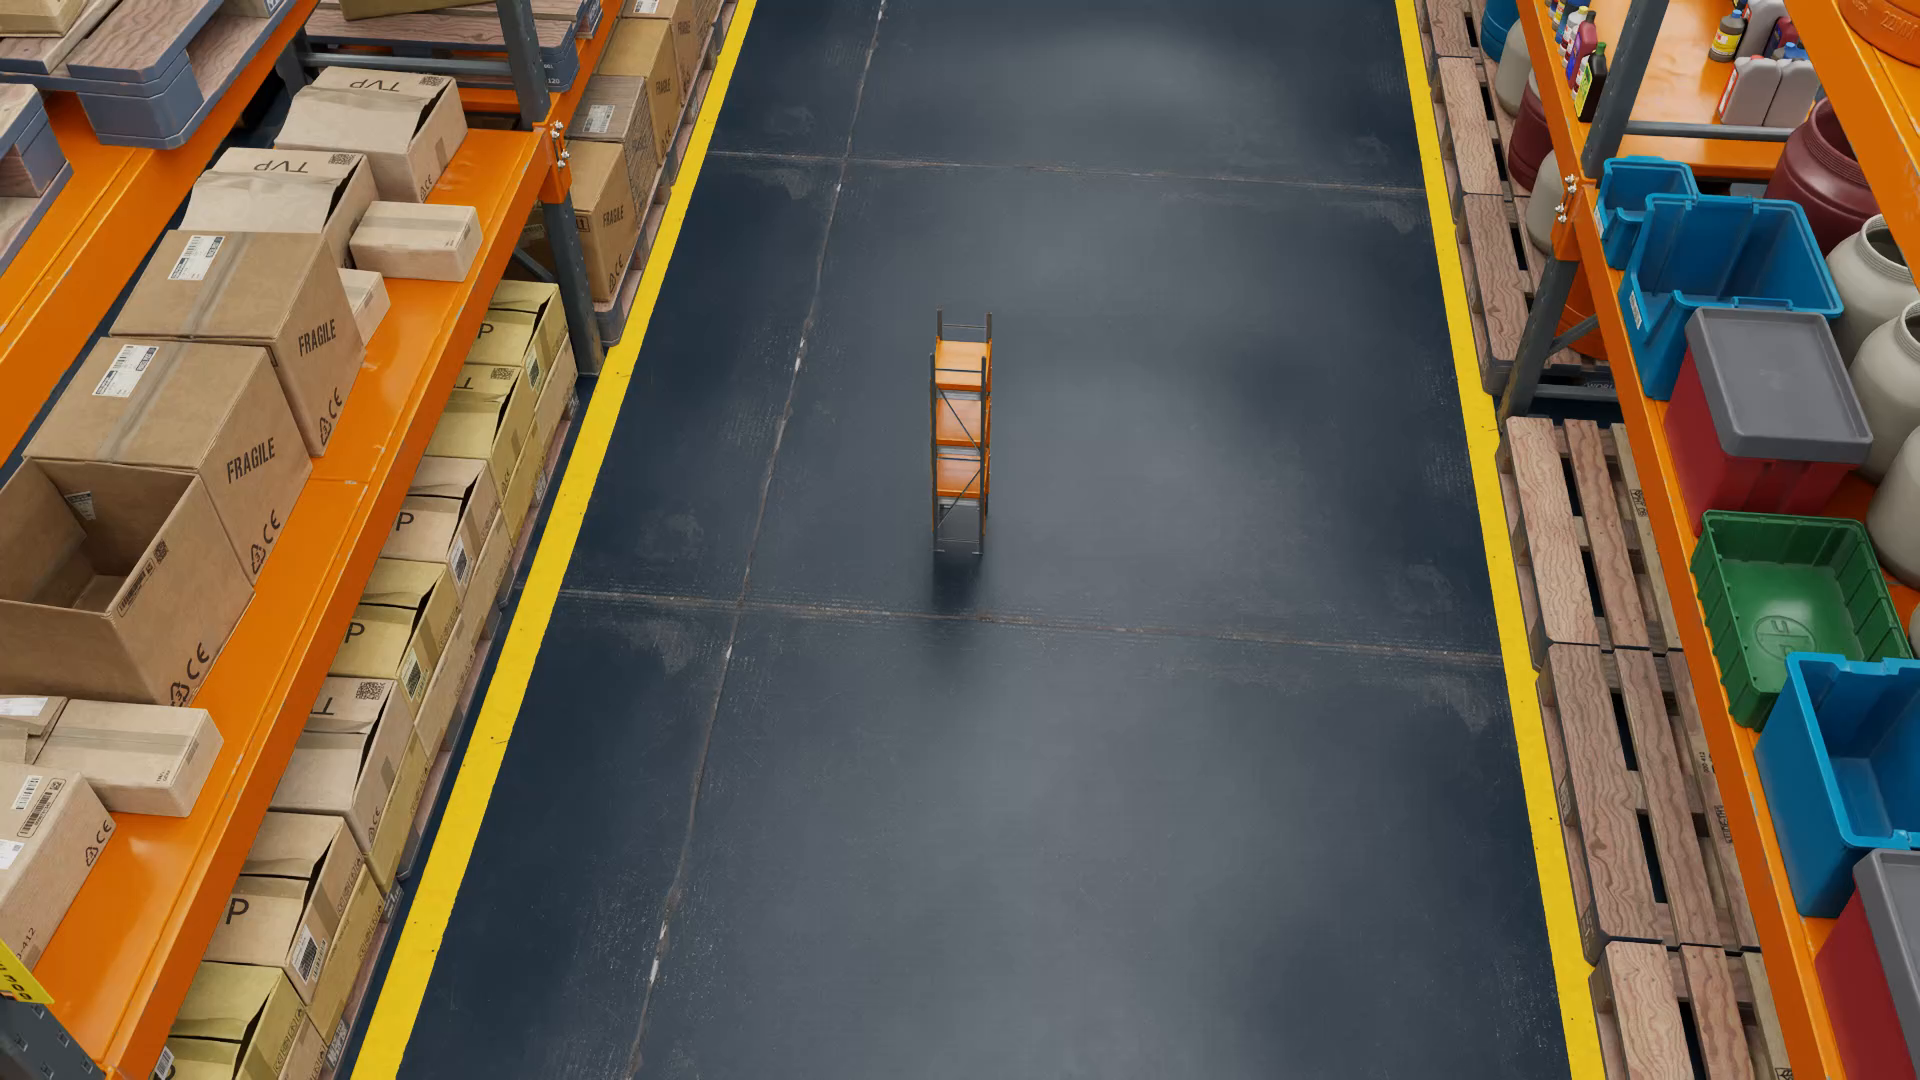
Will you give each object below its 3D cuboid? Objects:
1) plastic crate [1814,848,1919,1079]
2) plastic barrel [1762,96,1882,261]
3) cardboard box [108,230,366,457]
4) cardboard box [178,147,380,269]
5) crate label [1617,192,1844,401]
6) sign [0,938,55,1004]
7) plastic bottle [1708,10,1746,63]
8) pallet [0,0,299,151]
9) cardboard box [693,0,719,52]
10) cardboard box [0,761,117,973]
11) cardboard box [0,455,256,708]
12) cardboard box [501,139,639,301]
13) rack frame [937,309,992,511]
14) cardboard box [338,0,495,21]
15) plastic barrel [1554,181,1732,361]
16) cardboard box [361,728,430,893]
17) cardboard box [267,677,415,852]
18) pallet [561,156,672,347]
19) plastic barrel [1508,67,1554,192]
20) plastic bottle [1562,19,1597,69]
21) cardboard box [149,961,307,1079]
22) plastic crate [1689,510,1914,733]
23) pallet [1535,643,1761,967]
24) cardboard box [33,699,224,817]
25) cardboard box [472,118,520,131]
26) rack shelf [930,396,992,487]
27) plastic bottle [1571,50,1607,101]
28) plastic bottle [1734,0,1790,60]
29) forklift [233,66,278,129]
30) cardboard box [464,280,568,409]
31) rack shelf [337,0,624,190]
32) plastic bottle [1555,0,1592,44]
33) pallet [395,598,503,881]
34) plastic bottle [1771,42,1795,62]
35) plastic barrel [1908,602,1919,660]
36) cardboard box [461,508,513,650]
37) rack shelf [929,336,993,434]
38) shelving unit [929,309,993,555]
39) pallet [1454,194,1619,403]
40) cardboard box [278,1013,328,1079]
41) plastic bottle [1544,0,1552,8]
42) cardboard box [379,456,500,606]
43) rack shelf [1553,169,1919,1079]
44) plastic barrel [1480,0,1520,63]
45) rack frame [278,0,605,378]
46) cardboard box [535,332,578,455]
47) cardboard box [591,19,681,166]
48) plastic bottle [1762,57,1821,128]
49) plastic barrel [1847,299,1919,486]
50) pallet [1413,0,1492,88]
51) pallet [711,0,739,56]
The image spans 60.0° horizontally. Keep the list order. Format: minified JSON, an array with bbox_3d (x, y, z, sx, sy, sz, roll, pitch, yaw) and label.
[{"bbox_3d":[2.205,1.062,3.703,0.402,0.464,0.583,4,48,4],"label":"plastic crate"},{"bbox_3d":[3.089,-1.164,5.690,0.600,0.536,0.708,4,48,4],"label":"plastic barrel"},{"bbox_3d":[-2.239,-0.615,5.212,0.500,0.500,0.500,2,48,1],"label":"cardboard box"},{"bbox_3d":[-2.377,-1.141,5.822,0.500,0.311,0.500,3,48,3],"label":"cardboard box"},{"bbox_3d":[2.470,-0.780,5.406,0.502,0.435,0.616,4,48,4],"label":"crate label"},{"bbox_3d":[-1.914,0.841,3.308,0.100,0.325,0.005,4,48,4],"label":"sign"},{"bbox_3d":[3.108,-2.044,6.721,0.097,0.201,0.097,0,48,0],"label":"plastic bottle"},{"bbox_3d":[-2.174,-1.438,4.127,1.003,0.211,1.213,6,48,5],"label":"pallet"},{"bbox_3d":[-1.597,-2.947,8.808,0.500,0.500,0.500,4,48,4],"label":"cardboard box"},{"bbox_3d":[-2.466,0.810,4.078,0.500,0.250,0.500,7,48,6],"label":"cardboard box"},{"bbox_3d":[-2.333,0.140,4.522,0.500,0.500,0.500,7,48,6],"label":"cardboard box"},{"bbox_3d":[-1.776,-1.436,7.426,0.500,0.500,0.500,6,48,5],"label":"cardboard box"},{"bbox_3d":[0.016,-0.483,6.481,0.200,1.050,0.008,4,48,4],"label":"rack frame"},{"bbox_3d":[-2.157,-2.461,6.616,0.700,0.500,0.500,-11,48,-10],"label":"cardboard box"},{"bbox_3d":[2.858,-1.250,7.046,0.600,0.830,0.708,4,48,4],"label":"plastic barrel"},{"bbox_3d":[-2.091,0.874,5.497,0.500,0.250,0.500,3,48,2],"label":"cardboard box"},{"bbox_3d":[-2.084,0.686,5.289,0.500,0.311,0.500,2,48,2],"label":"cardboard box"},{"bbox_3d":[-1.997,-1.421,7.906,1.003,0.211,1.213,4,48,4],"label":"pallet"},{"bbox_3d":[2.961,-1.998,7.894,0.600,0.588,0.708,4,48,4],"label":"plastic barrel"},{"bbox_3d":[2.492,-1.992,6.674,0.097,0.201,0.097,0,48,0],"label":"plastic bottle"},{"bbox_3d":[-2.181,1.434,4.605,0.500,0.311,0.500,4,48,4],"label":"cardboard box"},{"bbox_3d":[2.343,0.232,4.648,0.450,0.188,0.662,4,48,4],"label":"plastic crate"},{"bbox_3d":[2.607,0.922,5.764,1.003,0.211,1.213,4,48,4],"label":"pallet"},{"bbox_3d":[-2.183,0.571,4.365,0.380,0.149,0.250,4,48,4],"label":"cardboard box"},{"bbox_3d":[-2.251,-1.824,7.781,0.500,0.500,0.500,6,48,5],"label":"cardboard box"},{"bbox_3d":[0.005,-0.386,6.406,0.215,0.259,0.240,4,48,4],"label":"rack shelf"},{"bbox_3d":[2.471,-1.822,6.519,0.097,0.201,0.097,0,48,0],"label":"plastic bottle"},{"bbox_3d":[3.234,-2.074,6.698,0.152,0.276,0.135,4,48,4],"label":"plastic bottle"},{"bbox_3d":[-4.225,-3.398,7.872,1.130,2.935,3.031,3,48,3],"label":"forklift"},{"bbox_3d":[-1.905,-0.817,6.663,0.500,0.311,0.500,5,48,5],"label":"cardboard box"},{"bbox_3d":[-1.920,-3.043,7.987,1.077,0.370,4.000,4,48,4],"label":"rack shelf"},{"bbox_3d":[2.510,-2.158,6.779,0.097,0.271,0.097,0,48,0],"label":"plastic bottle"},{"bbox_3d":[-2.330,0.622,6.038,1.003,0.211,1.213,4,48,4],"label":"pallet"},{"bbox_3d":[3.238,-1.864,6.557,0.097,0.201,0.097,0,48,0],"label":"plastic bottle"},{"bbox_3d":[2.838,0.186,4.455,0.433,0.535,0.433,0,48,0],"label":"plastic barrel"},{"bbox_3d":[-2.000,0.122,6.184,0.500,0.250,0.500,5,48,4],"label":"cardboard box"},{"bbox_3d":[0.005,-0.578,6.197,0.215,0.259,0.240,4,48,4],"label":"rack shelf"},{"bbox_3d":[0.005,-0.394,6.399,0.215,1.050,0.252,4,48,4],"label":"shelving unit"},{"bbox_3d":[2.860,-1.121,7.632,1.003,0.211,1.213,4,48,4],"label":"pallet"},{"bbox_3d":[-2.183,1.630,4.805,0.500,0.250,0.500,3,48,3],"label":"cardboard box"},{"bbox_3d":[2.536,-2.349,7.001,0.097,0.201,0.097,0,48,0],"label":"plastic bottle"},{"bbox_3d":[-1.995,-0.064,5.975,0.500,0.311,0.500,4,48,3],"label":"cardboard box"},{"bbox_3d":[2.648,0.233,4.992,1.077,0.370,4.000,4,48,4],"label":"rack shelf"},{"bbox_3d":[3.063,-2.934,8.538,0.600,0.901,0.708,4,48,4],"label":"plastic barrel"},{"bbox_3d":[-2.102,-1.816,6.378,1.000,3.000,0.127,4,48,4],"label":"rack frame"},{"bbox_3d":[-1.907,-0.626,6.869,0.500,0.250,0.500,5,48,4],"label":"cardboard box"},{"bbox_3d":[-1.683,-2.189,8.115,0.500,0.500,0.500,3,48,3],"label":"cardboard box"},{"bbox_3d":[3.191,-1.734,6.387,0.152,0.276,0.135,4,48,4],"label":"plastic bottle"},{"bbox_3d":[2.911,-0.438,5.042,0.421,0.512,0.421,0,48,0],"label":"plastic barrel"},{"bbox_3d":[3.083,-2.914,9.272,1.003,0.211,1.213,4,48,4],"label":"pallet"},{"bbox_3d":[-1.774,-3.214,9.546,1.003,0.211,1.213,4,48,4],"label":"pallet"}]
